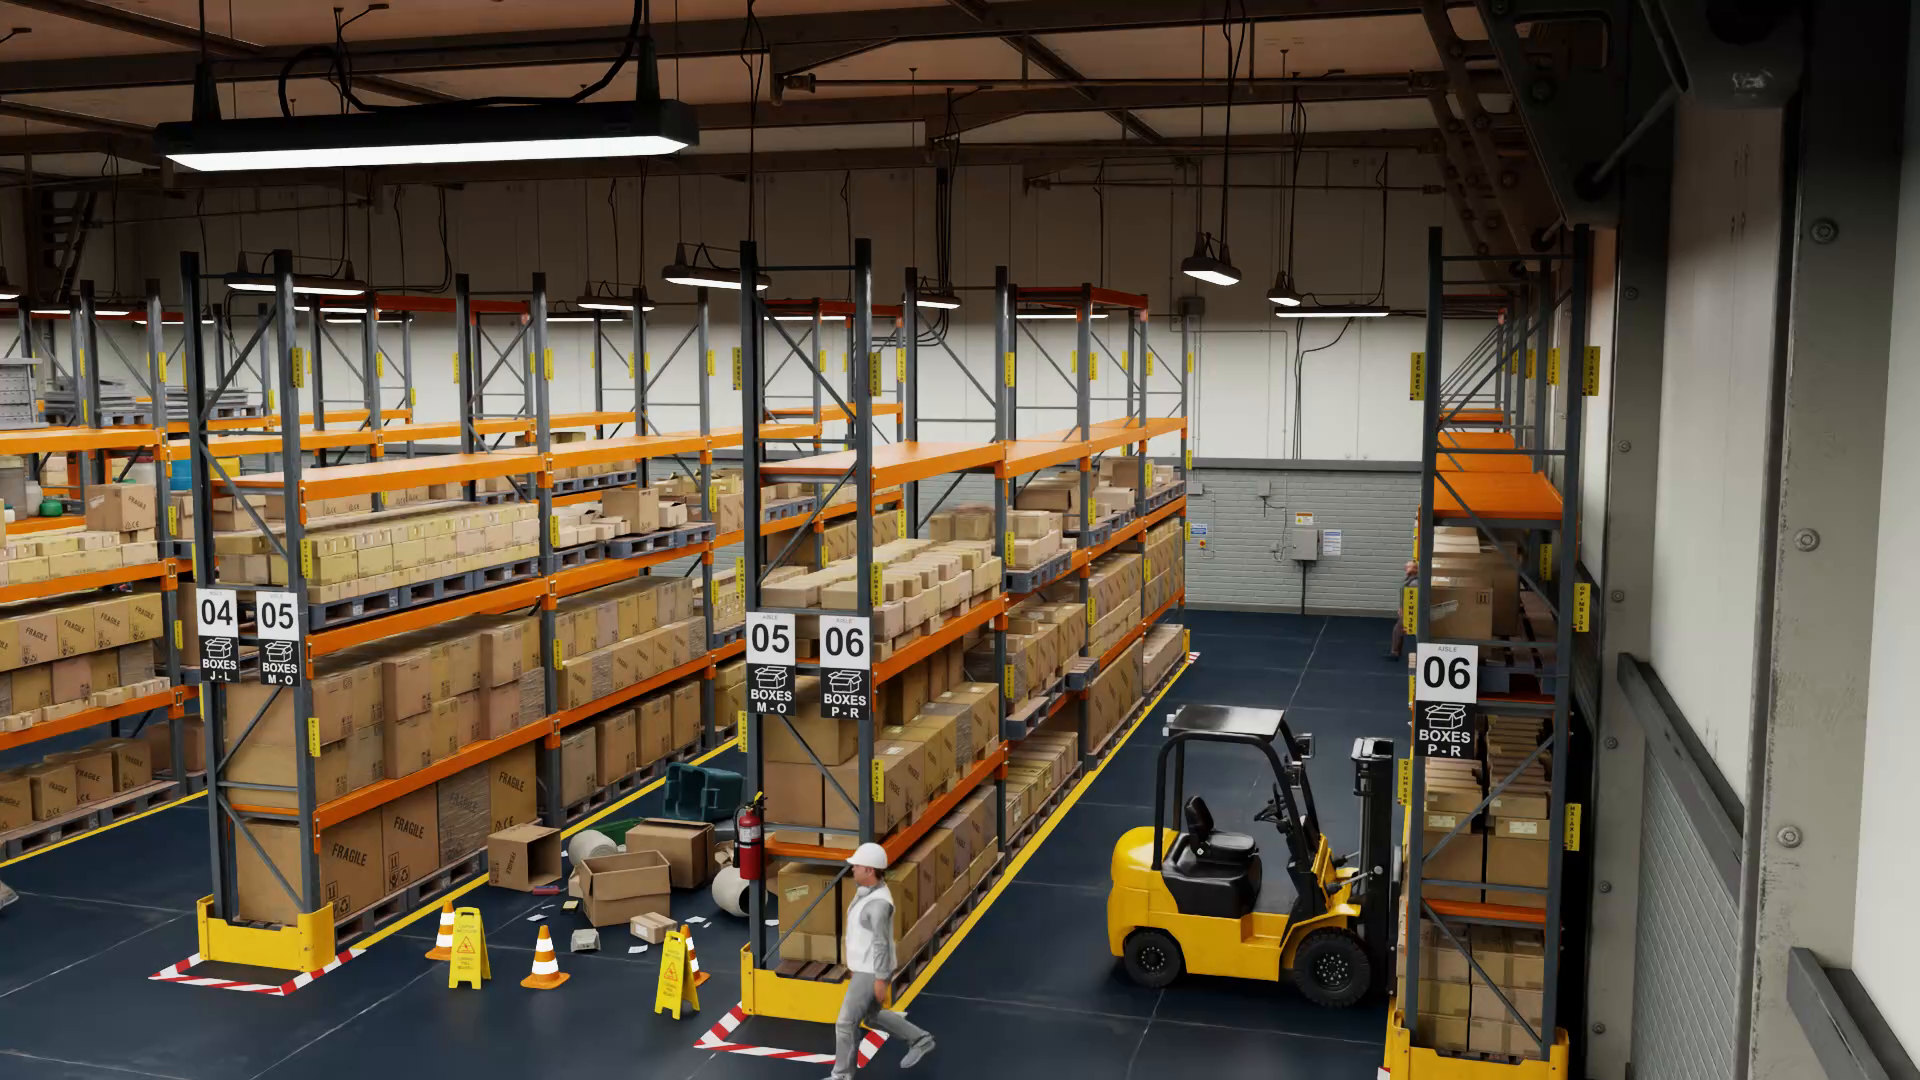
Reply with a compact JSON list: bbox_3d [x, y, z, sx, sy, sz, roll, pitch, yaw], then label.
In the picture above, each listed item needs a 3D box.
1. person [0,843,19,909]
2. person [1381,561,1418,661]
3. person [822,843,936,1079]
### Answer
[{"bbox_3d":[-8.971,2.651,14.986,0.606,1.696,0.876,5,8,37],"label":"person"},{"bbox_3d":[7.633,1.191,28.029,0.999,1.686,0.504,2,7,15],"label":"person"},{"bbox_3d":[-0.618,2.992,11.726,0.925,1.746,0.556,-1,6,-8],"label":"person"}]
